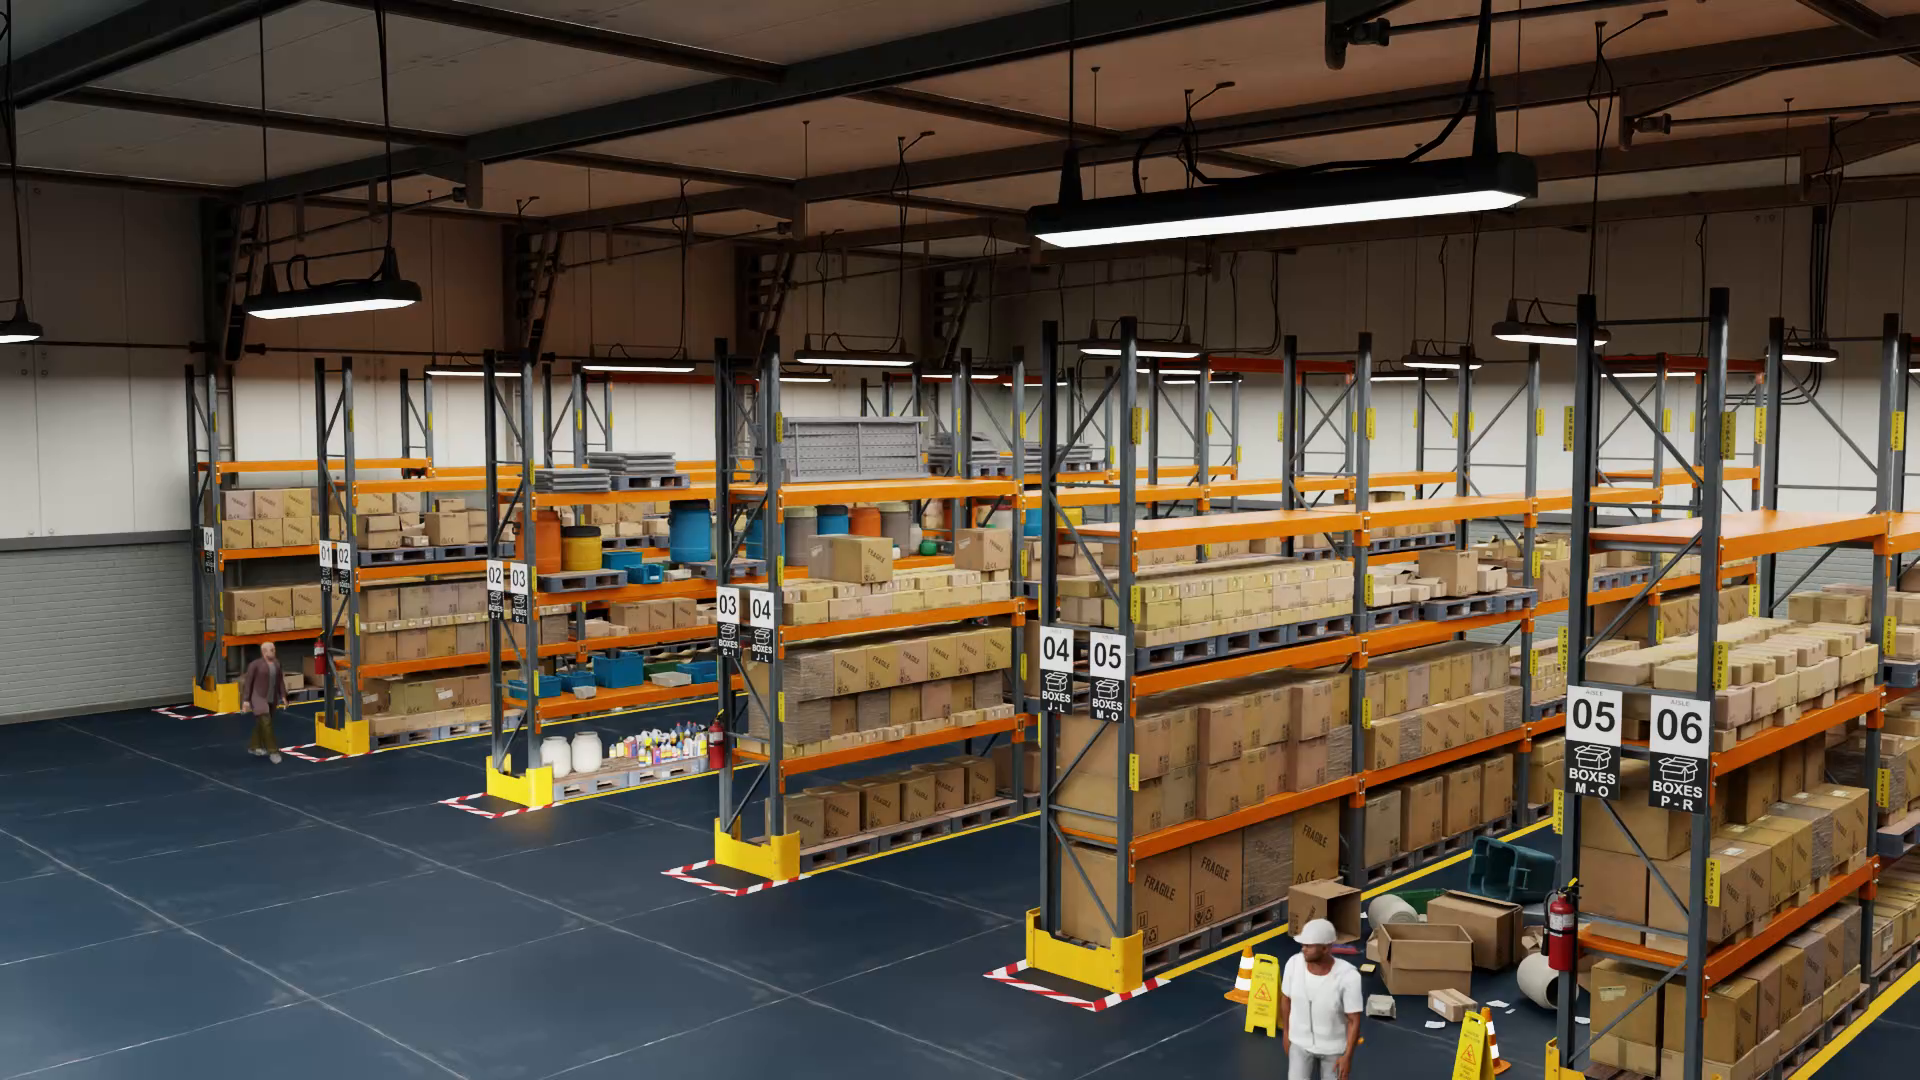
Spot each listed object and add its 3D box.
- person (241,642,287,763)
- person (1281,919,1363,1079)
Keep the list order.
[{"bbox_3d":[-10.287,2.386,24.729,0.920,1.744,0.639,3,5,30],"label":"person"},{"bbox_3d":[2.420,3.450,11.220,0.598,1.823,0.701,2,5,28],"label":"person"}]
